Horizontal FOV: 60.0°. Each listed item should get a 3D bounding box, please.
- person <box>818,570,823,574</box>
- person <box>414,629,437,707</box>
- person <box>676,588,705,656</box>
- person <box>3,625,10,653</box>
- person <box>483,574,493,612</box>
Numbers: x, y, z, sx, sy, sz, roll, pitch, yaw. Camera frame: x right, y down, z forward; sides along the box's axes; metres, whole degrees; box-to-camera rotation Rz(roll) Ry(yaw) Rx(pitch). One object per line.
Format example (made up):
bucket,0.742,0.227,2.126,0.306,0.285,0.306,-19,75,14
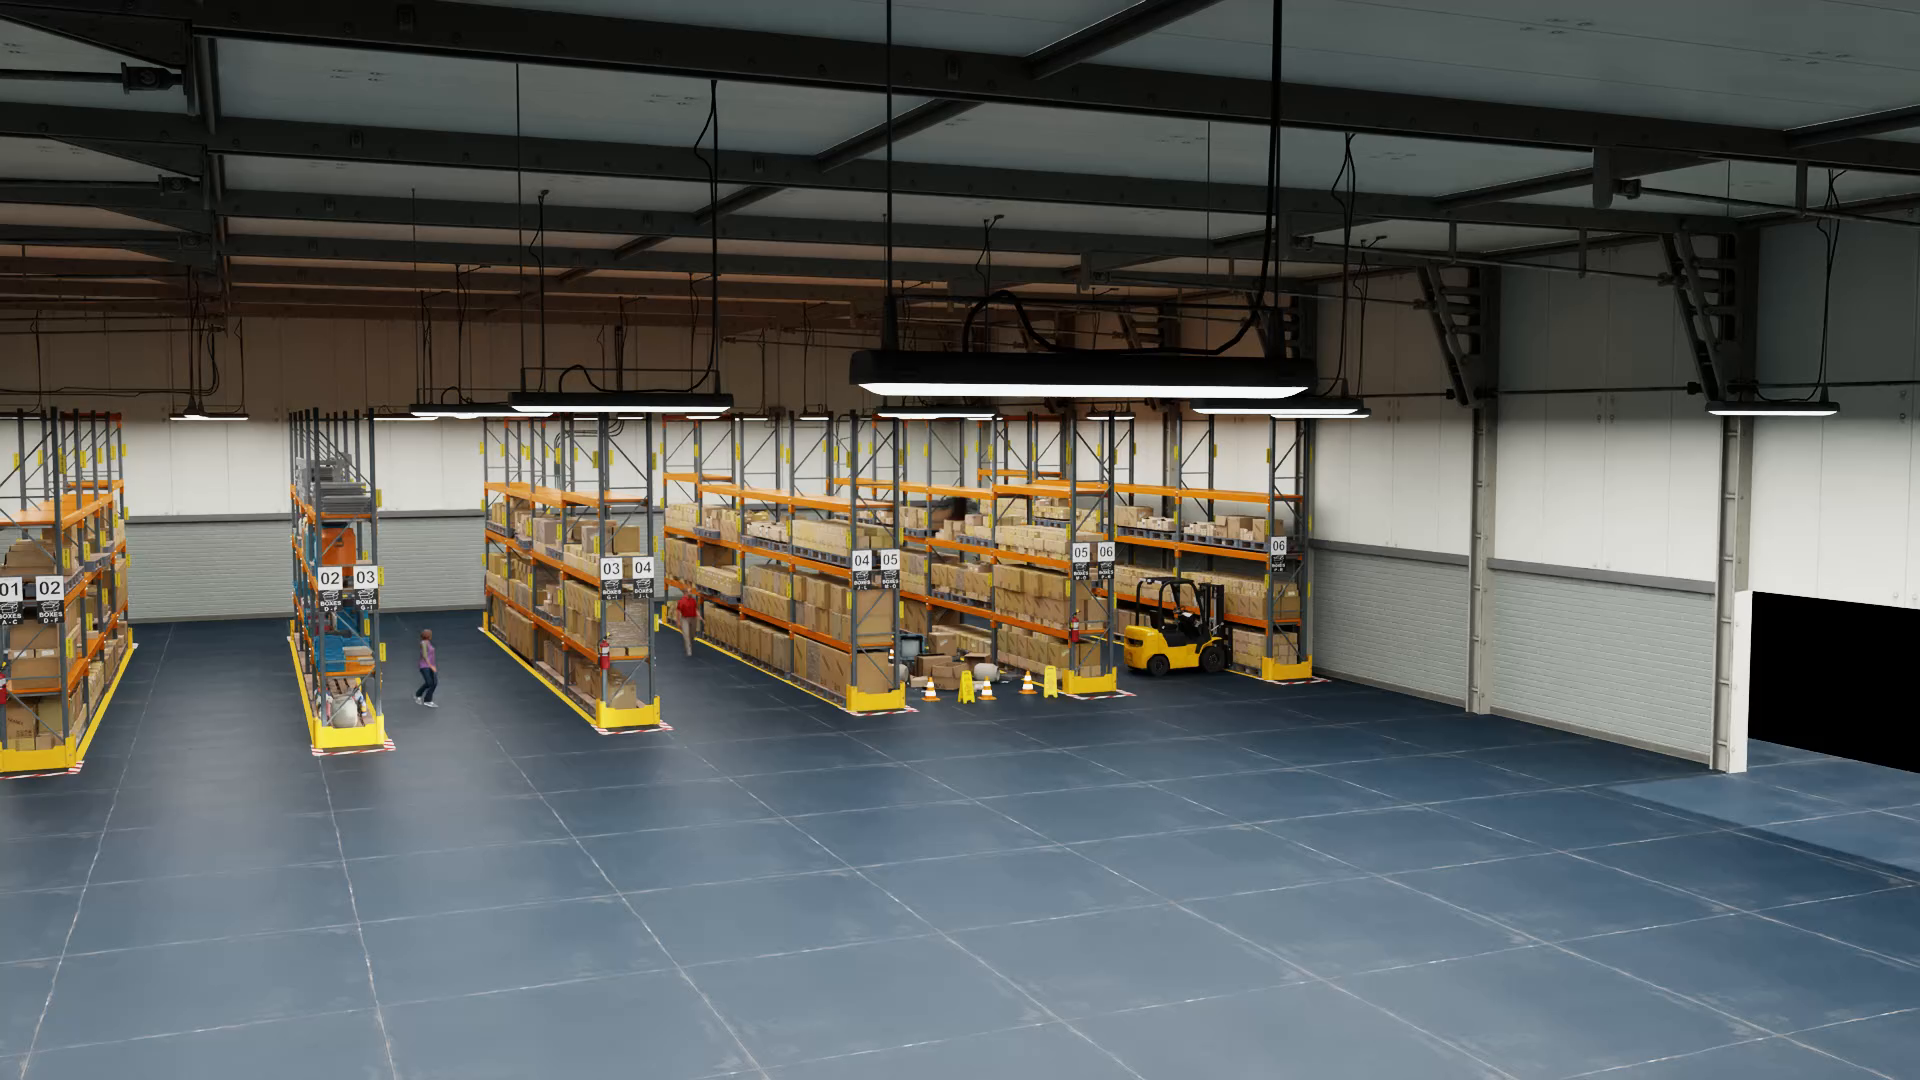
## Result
person,-3.864,1.577,46.482,0.653,1.768,0.358,4,6,44
person,-10.776,2.606,33.704,0.512,1.552,0.482,1,4,12
person,-6.656,2.001,40.983,0.687,1.666,0.953,-2,4,-24
person,-23.619,1.995,41.329,0.787,1.669,0.504,-4,5,-42
person,-13.179,1.565,47.081,0.639,1.813,0.475,-2,5,-30
